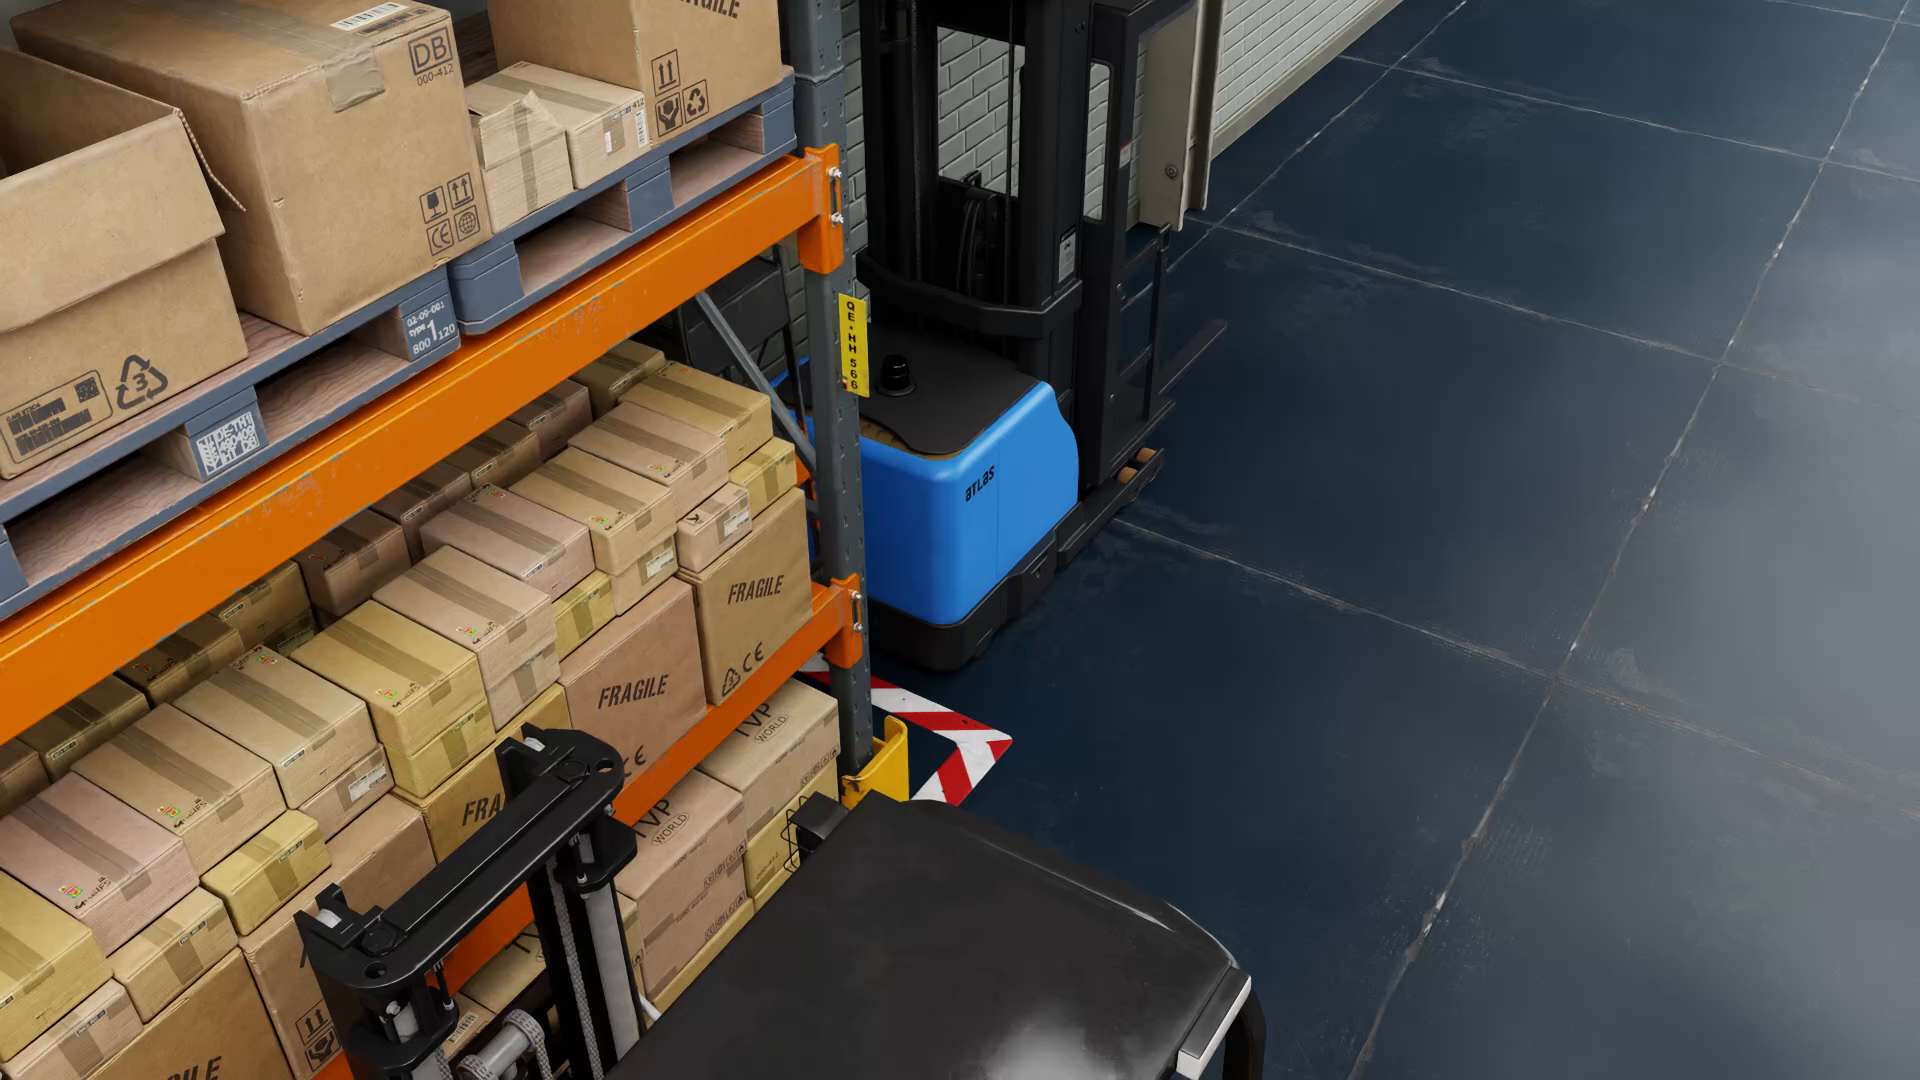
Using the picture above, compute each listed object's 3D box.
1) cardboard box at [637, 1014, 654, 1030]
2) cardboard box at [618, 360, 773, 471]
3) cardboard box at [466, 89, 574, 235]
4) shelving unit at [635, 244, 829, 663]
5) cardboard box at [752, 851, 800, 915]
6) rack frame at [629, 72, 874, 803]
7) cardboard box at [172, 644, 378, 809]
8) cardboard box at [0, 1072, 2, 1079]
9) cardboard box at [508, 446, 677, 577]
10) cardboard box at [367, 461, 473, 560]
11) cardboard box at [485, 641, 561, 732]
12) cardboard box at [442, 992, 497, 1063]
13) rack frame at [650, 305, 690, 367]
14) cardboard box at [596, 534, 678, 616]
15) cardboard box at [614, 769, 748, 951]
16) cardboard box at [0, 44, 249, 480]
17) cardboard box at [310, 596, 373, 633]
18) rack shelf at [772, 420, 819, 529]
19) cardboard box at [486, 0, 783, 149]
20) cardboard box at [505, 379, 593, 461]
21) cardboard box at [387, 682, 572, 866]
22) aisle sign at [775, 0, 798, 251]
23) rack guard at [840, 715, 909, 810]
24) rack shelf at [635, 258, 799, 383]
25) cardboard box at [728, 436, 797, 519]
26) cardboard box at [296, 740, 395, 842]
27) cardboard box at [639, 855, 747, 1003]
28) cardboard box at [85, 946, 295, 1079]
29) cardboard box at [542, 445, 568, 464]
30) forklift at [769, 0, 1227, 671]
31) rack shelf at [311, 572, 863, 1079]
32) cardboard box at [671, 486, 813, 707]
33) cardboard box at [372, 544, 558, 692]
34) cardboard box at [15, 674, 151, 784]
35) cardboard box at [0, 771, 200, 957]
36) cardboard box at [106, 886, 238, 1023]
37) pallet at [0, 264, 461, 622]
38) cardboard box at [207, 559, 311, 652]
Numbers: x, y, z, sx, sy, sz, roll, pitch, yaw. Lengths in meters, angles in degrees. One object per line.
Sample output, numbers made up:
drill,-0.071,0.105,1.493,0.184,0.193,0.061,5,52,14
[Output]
cardboard box,-1.300,1.574,5.159,0.500,0.250,0.500,22,43,26
cardboard box,-0.779,-0.363,4.907,0.380,0.149,0.250,21,42,25
cardboard box,-1.088,-0.886,3.670,0.396,0.266,0.258,21,42,25
shelving unit,-0.868,-0.195,6.254,0.431,2.100,0.503,25,49,29
cardboard box,-0.750,1.066,5.819,0.500,0.250,0.500,21,43,25
rack frame,-0.765,-0.202,5.556,1.000,3.000,0.127,21,42,25
cardboard box,-1.596,0.430,3.879,0.380,0.149,0.250,22,43,26
cardboard box,-2.069,0.980,3.165,0.380,0.149,0.250,22,43,26
cardboard box,-1.002,-0.082,4.543,0.380,0.149,0.250,22,43,26
cardboard box,-1.569,-0.126,4.600,0.380,0.149,0.250,21,43,25
cardboard box,-1.262,0.304,4.286,0.380,0.149,0.250,20,42,24
cardboard box,-1.557,1.451,4.500,0.500,0.250,0.500,20,42,24
rack frame,-1.016,-0.061,6.113,0.400,2.100,0.015,25,49,29
cardboard box,-1.017,0.027,4.645,0.380,0.149,0.250,22,43,26
cardboard box,-1.017,0.929,5.177,0.500,0.250,0.500,22,43,26
cardboard box,-1.775,-0.545,3.033,0.797,0.503,0.637,23,43,26
cardboard box,-1.774,0.091,4.562,0.380,0.149,0.250,22,43,26
rack shelf,-0.868,-0.185,6.263,0.431,0.518,0.480,25,49,29
cardboard box,-0.796,-1.328,4.051,0.500,0.500,0.500,23,43,27
cardboard box,-1.321,-0.397,4.951,0.380,0.149,0.250,23,43,27
cardboard box,-1.367,0.626,4.399,0.500,0.500,0.500,20,42,24
aisle sign,-0.482,-1.170,4.681,0.394,0.787,0.004,21,42,25
rack guard,-0.752,0.775,6.335,1.175,0.500,0.348,21,42,25
rack shelf,-0.902,-0.710,5.801,0.431,0.518,0.480,25,49,29
cardboard box,-0.714,-0.229,4.976,0.380,0.149,0.250,22,43,26
cardboard box,-1.591,0.540,3.979,0.380,0.149,0.250,21,42,25
cardboard box,-1.040,1.130,5.325,0.500,0.250,0.500,21,42,25
cardboard box,-1.914,1.141,3.731,0.500,0.500,0.500,21,42,25
cardboard box,-1.244,-0.261,5.018,0.380,0.149,0.250,21,42,25
forklift,0.337,-1.484,7.275,1.130,2.935,3.031,21,42,25
rack shelf,-1.837,1.114,4.438,1.077,0.370,4.000,21,42,25
cardboard box,-0.807,0.098,5.085,0.500,0.500,0.500,20,42,24
cardboard box,-1.244,0.193,4.187,0.380,0.149,0.250,22,43,26
cardboard box,-2.117,0.412,3.902,0.380,0.149,0.250,22,43,26
cardboard box,-1.864,0.688,3.544,0.380,0.149,0.250,21,42,25
cardboard box,-1.805,0.834,3.598,0.380,0.149,0.250,20,42,24
pallet,-1.819,-0.368,3.386,1.003,0.211,1.213,21,42,25
cardboard box,-1.913,0.121,4.279,0.380,0.149,0.250,20,42,24
